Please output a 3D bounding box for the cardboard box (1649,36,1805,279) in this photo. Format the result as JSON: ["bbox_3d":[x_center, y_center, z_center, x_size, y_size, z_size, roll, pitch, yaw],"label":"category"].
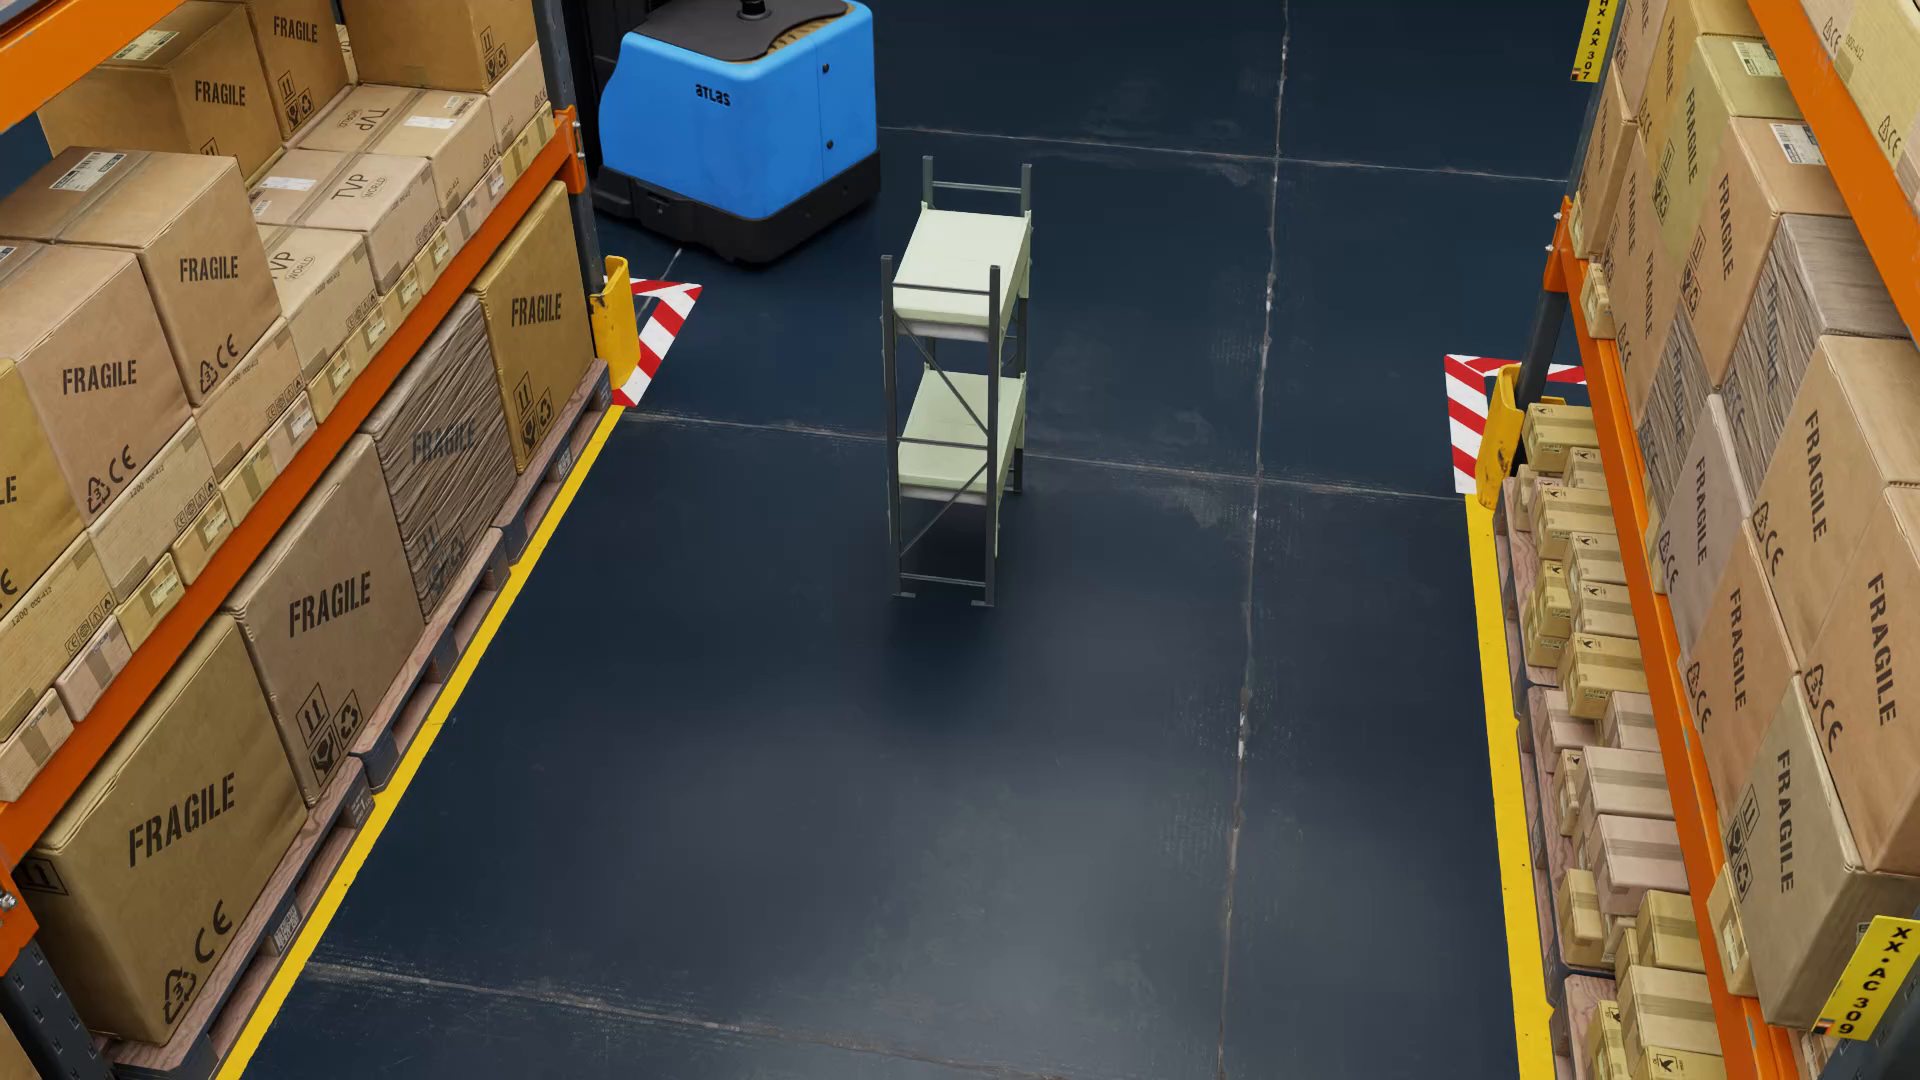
[{"bbox_3d":[2.242,-1.021,4.534,0.500,0.500,0.500,6,40,7],"label":"cardboard box"}]

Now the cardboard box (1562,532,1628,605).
[{"bbox_3d":[2.289,0.118,5.694,0.380,0.149,0.250,5,40,5],"label":"cardboard box"}]

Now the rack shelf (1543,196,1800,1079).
[{"bbox_3d":[2.428,0.156,4.771,1.077,0.370,4.000,6,40,8],"label":"rack shelf"}]

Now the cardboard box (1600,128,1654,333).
[{"bbox_3d":[2.357,-0.939,5.220,0.500,0.500,0.500,6,40,8],"label":"cardboard box"}]

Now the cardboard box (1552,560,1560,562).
[{"bbox_3d":[2.367,0.184,6.081,0.380,0.149,0.250,7,40,8],"label":"cardboard box"}]

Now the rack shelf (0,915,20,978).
[{"bbox_3d":[-3.132,2.056,2.473,1.077,0.370,4.000,6,40,8],"label":"rack shelf"}]

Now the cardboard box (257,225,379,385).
[{"bbox_3d":[-2.178,-0.745,5.181,0.500,0.250,0.500,6,40,8],"label":"cardboard box"}]

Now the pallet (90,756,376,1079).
[{"bbox_3d":[-2.577,1.130,5.218,1.003,0.211,1.213,6,40,8],"label":"pallet"}]

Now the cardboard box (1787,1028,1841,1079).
[{"bbox_3d":[1.901,1.026,3.352,0.380,0.149,0.250,6,40,7],"label":"cardboard box"}]

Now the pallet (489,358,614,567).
[{"bbox_3d":[-2.155,-0.401,7.070,1.003,0.211,1.213,6,40,8],"label":"pallet"}]

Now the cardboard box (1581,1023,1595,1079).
[{"bbox_3d":[1.924,1.461,4.537,0.380,0.149,0.250,5,40,6],"label":"cardboard box"}]

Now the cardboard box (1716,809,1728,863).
[{"bbox_3d":[1.943,0.691,3.757,0.380,0.149,0.250,8,40,9],"label":"cardboard box"}]

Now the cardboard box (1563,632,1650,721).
[{"bbox_3d":[2.141,0.451,5.291,0.380,0.149,0.250,7,40,8],"label":"cardboard box"}]

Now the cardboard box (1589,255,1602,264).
[{"bbox_3d":[2.392,-0.948,5.740,0.380,0.149,0.250,8,40,9],"label":"cardboard box"}]

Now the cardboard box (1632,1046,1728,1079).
[{"bbox_3d":[1.892,1.425,4.113,0.380,0.149,0.250,7,40,8],"label":"cardboard box"}]

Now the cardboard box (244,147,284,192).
[{"bbox_3d":[-2.616,-1.130,5.647,0.500,0.250,0.500,5,40,6],"label":"cardboard box"}]

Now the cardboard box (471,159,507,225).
[{"bbox_3d":[-1.919,-1.308,6.176,0.380,0.149,0.250,6,40,8],"label":"cardboard box"}]

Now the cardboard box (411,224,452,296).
[{"bbox_3d":[-2.006,-0.989,5.789,0.380,0.149,0.250,6,40,7],"label":"cardboard box"}]

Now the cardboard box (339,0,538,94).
[{"bbox_3d":[-1.919,-1.998,6.108,0.500,0.500,0.500,7,40,8],"label":"cardboard box"}]

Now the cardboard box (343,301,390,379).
[{"bbox_3d":[-2.096,-0.671,5.404,0.380,0.149,0.250,7,40,9],"label":"cardboard box"}]

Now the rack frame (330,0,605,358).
[{"bbox_3d":[-2.093,-1.986,6.799,1.000,3.000,0.127,6,40,8],"label":"rack frame"}]

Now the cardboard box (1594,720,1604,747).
[{"bbox_3d":[2.263,0.576,5.373,0.380,0.149,0.250,8,40,10],"label":"cardboard box"}]

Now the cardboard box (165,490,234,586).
[{"bbox_3d":[-2.273,-0.024,4.622,0.380,0.149,0.250,5,40,6],"label":"cardboard box"}]

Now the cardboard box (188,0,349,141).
[{"bbox_3d":[-2.529,-1.747,5.805,0.500,0.500,0.500,5,40,7],"label":"cardboard box"}]

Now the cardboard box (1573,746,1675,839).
[{"bbox_3d":[2.041,0.763,4.914,0.380,0.149,0.250,5,40,6],"label":"cardboard box"}]

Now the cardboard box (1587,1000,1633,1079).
[{"bbox_3d":[1.887,1.382,4.398,0.380,0.149,0.250,5,40,6],"label":"cardboard box"}]

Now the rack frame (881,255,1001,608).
[{"bbox_3d":[-0.064,-0.344,5.989,0.400,1.500,0.023,6,40,8],"label":"rack frame"}]

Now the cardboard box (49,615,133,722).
[{"bbox_3d":[-2.361,0.307,4.222,0.380,0.149,0.250,5,40,6],"label":"cardboard box"}]

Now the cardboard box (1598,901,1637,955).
[{"bbox_3d":[2.052,1.074,4.772,0.380,0.149,0.250,7,40,9],"label":"cardboard box"}]

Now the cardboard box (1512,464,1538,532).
[{"bbox_3d":[2.368,-0.146,6.480,0.380,0.149,0.250,7,40,9],"label":"cardboard box"}]

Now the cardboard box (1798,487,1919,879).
[{"bbox_3d":[1.897,0.271,2.972,0.500,0.500,0.500,5,40,6],"label":"cardboard box"}]

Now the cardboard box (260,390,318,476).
[{"bbox_3d":[-2.183,-0.342,5.006,0.380,0.149,0.250,7,40,8],"label":"cardboard box"}]

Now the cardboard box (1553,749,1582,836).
[{"bbox_3d":[2.114,0.827,5.304,0.380,0.149,0.250,6,40,8],"label":"cardboard box"}]

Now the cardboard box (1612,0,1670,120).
[{"bbox_3d":[2.435,-1.662,5.310,0.500,0.500,0.500,6,40,7],"label":"cardboard box"}]

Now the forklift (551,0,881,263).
[{"bbox_3d":[-1.919,-3.261,8.394,3.031,2.935,1.130,24,45,26],"label":"forklift"}]

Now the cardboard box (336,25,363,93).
[{"bbox_3d":[-2.442,-1.772,6.423,0.500,0.250,0.500,5,40,6],"label":"cardboard box"}]

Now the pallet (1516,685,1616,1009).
[{"bbox_3d":[2.372,1.016,5.356,1.003,0.211,1.213,6,40,8],"label":"pallet"}]

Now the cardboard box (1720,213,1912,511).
[{"bbox_3d":[2.084,-0.374,3.751,0.500,0.500,0.500,7,40,9],"label":"cardboard box"}]

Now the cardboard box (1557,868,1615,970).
[{"bbox_3d":[1.993,1.138,4.927,0.380,0.149,0.250,6,40,8],"label":"cardboard box"}]

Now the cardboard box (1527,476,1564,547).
[{"bbox_3d":[2.328,-0.088,6.176,0.380,0.149,0.250,6,40,7],"label":"cardboard box"}]

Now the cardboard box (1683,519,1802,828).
[{"bbox_3d":[1.978,0.321,3.696,0.500,0.500,0.500,5,40,6],"label":"cardboard box"}]

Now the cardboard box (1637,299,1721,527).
[{"bbox_3d":[2.177,-0.313,4.462,0.500,0.500,0.500,5,40,7],"label":"cardboard box"}]

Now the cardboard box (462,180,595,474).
[{"bbox_3d":[-2.125,-0.919,6.845,0.875,0.875,0.875,6,40,8],"label":"cardboard box"}]

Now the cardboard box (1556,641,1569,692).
[{"bbox_3d":[2.265,0.503,5.695,0.380,0.149,0.250,6,40,8],"label":"cardboard box"}]

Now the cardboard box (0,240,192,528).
[{"bbox_3d":[-2.358,-0.403,4.179,0.500,0.500,0.500,6,40,8],"label":"cardboard box"}]

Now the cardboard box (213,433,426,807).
[{"bbox_3d":[-2.437,0.211,5.479,0.875,0.875,0.875,6,40,8],"label":"cardboard box"}]

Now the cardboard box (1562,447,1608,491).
[{"bbox_3d":[2.420,-0.191,6.068,0.380,0.149,0.250,7,40,8],"label":"cardboard box"}]

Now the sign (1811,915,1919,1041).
[{"bbox_3d":[1.546,0.746,2.815,0.100,0.325,0.005,6,40,8],"label":"sign"}]

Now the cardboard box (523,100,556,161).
[{"bbox_3d":[-1.831,-1.630,6.564,0.380,0.149,0.250,7,40,9],"label":"cardboard box"}]

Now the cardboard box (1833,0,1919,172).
[{"bbox_3d":[2.086,-0.933,3.288,0.500,0.250,0.500,6,40,7],"label":"cardboard box"}]

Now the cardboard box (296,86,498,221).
[{"bbox_3d":[-2.004,-1.392,5.963,0.500,0.250,0.500,6,40,7],"label":"cardboard box"}]

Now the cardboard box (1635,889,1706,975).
[{"bbox_3d":[2.050,1.114,4.490,0.380,0.149,0.250,8,40,9],"label":"cardboard box"}]

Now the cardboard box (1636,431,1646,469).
[{"bbox_3d":[2.241,-0.288,4.941,0.380,0.149,0.250,6,40,7],"label":"cardboard box"}]

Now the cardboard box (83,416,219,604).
[{"bbox_3d":[-2.355,-0.111,4.414,0.500,0.250,0.500,6,40,7],"label":"cardboard box"}]

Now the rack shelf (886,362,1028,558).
[{"bbox_3d":[-0.001,-0.323,6.475,0.431,0.370,0.720,6,40,8],"label":"rack shelf"}]

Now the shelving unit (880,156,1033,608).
[{"bbox_3d":[-0.001,-0.574,6.267,0.431,1.500,0.755,6,40,8],"label":"shelving unit"}]

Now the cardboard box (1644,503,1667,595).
[{"bbox_3d":[2.101,0.037,4.549,0.380,0.149,0.250,7,40,9],"label":"cardboard box"}]

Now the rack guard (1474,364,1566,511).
[{"bbox_3d":[2.761,-0.365,6.799,1.175,0.500,0.348,6,40,8],"label":"rack guard"}]

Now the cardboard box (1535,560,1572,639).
[{"bbox_3d":[2.221,0.225,5.799,0.380,0.149,0.250,8,40,9],"label":"cardboard box"}]
